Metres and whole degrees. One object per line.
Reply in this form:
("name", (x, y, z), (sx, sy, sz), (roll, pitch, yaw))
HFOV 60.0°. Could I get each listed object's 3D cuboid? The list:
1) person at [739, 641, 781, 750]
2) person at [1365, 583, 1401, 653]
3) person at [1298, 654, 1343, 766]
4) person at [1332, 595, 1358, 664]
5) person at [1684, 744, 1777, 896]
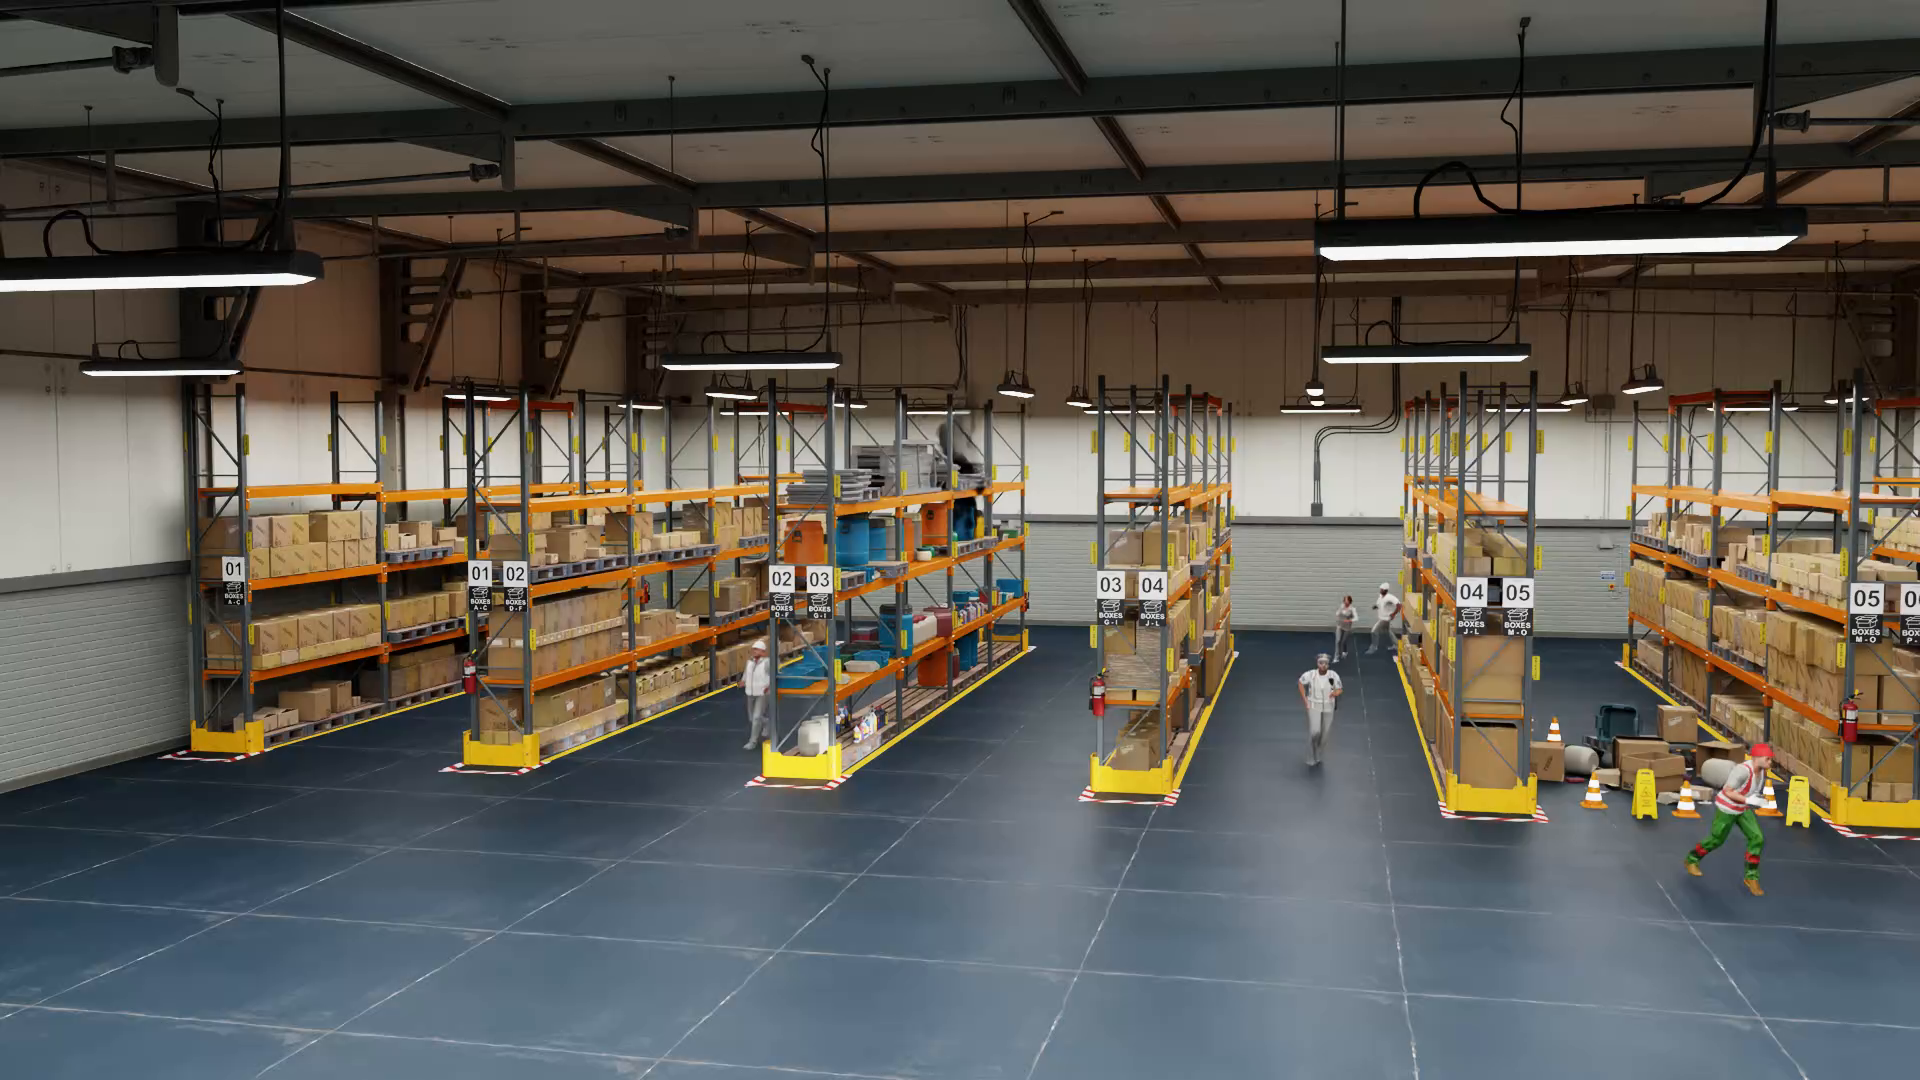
("person", (-3.330, 2.543, 27.473), (0.677, 1.750, 0.940), (2, 4, 28))
("person", (10.185, 1.892, 39.783), (0.839, 1.744, 0.783), (0, 3, -2))
("person", (5.638, 2.645, 25.931), (0.649, 1.778, 0.723), (0, 3, 1))
("person", (8.879, 2.056, 38.201), (0.574, 1.589, 0.783), (2, 4, 33))
("person", (8.703, 3.106, 18.794), (0.706, 1.732, 1.048), (-2, 4, -35))
